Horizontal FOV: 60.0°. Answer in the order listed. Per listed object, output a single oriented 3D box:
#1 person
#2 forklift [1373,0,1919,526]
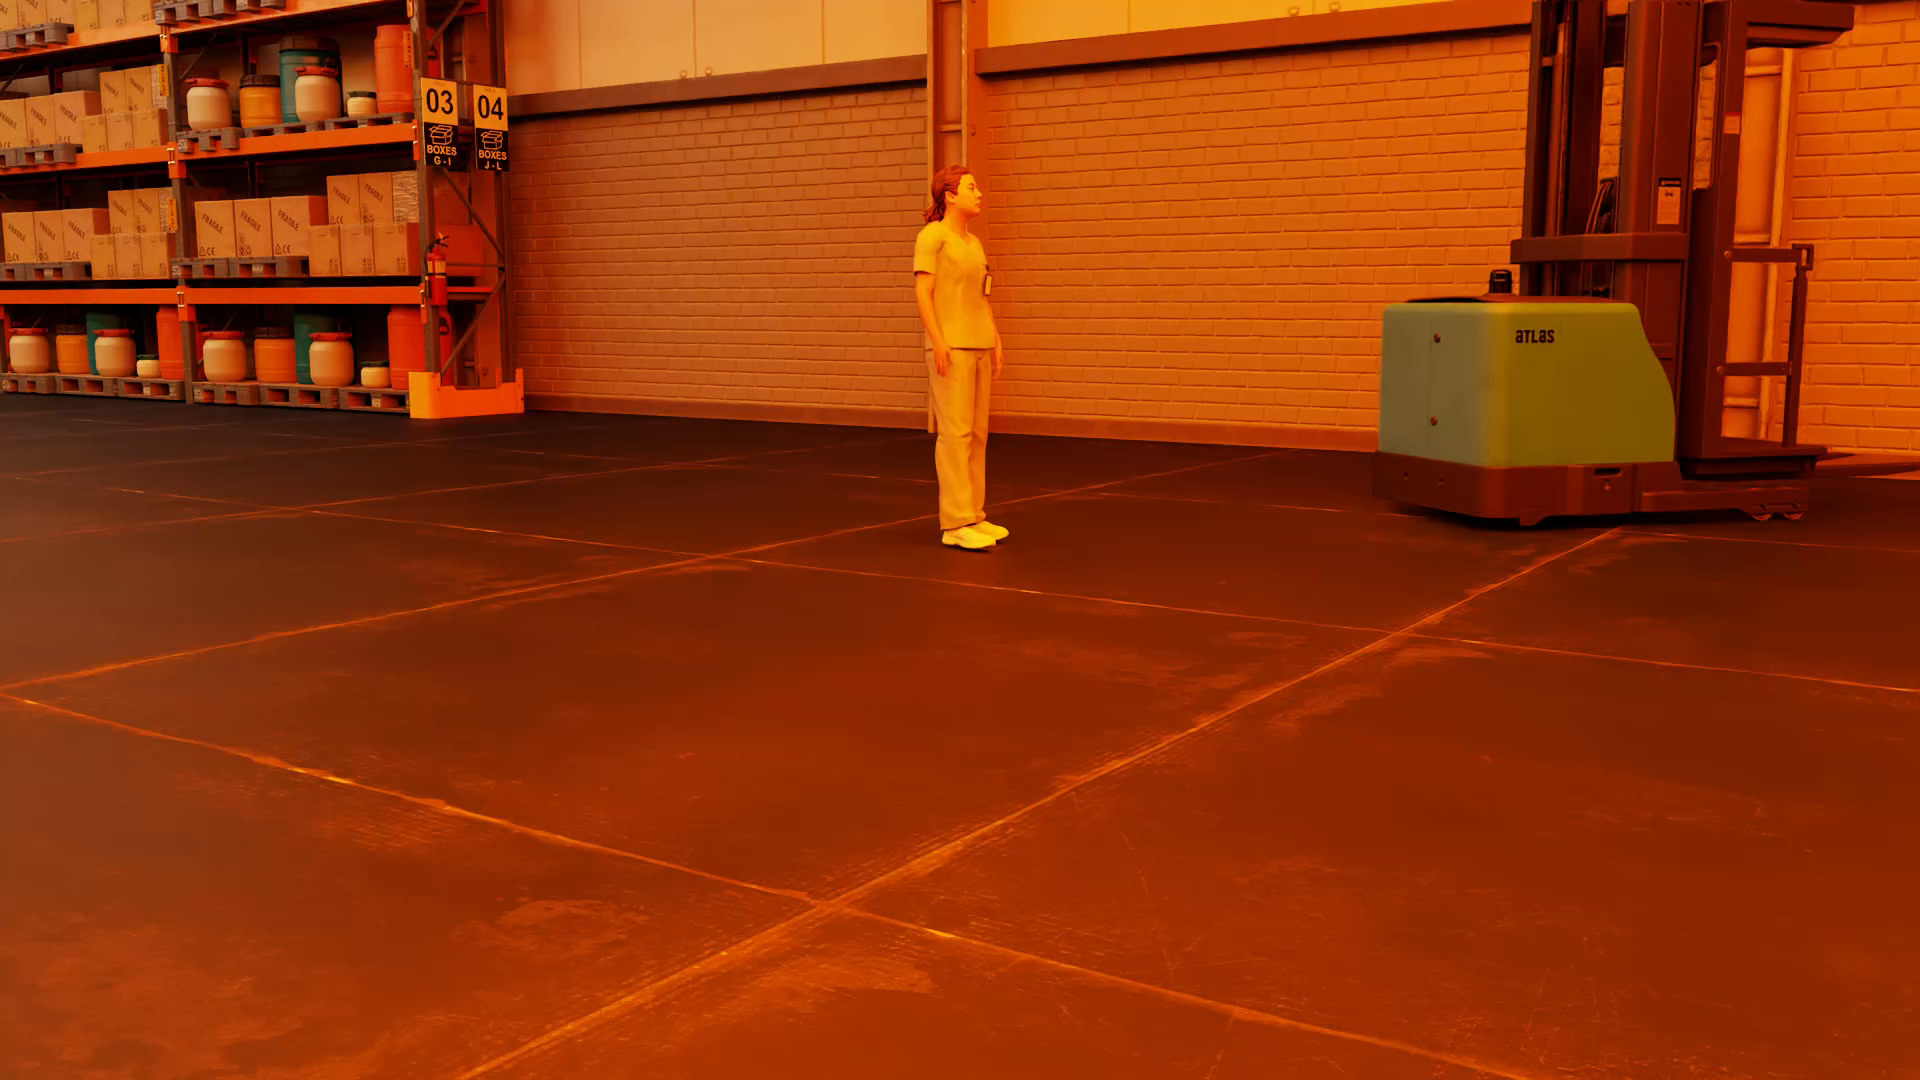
[{"bbox_3d":[0.054,-0.829,7.433,0.549,1.675,0.550,5,10,34],"label":"person"},{"bbox_3d":[3.737,-1.613,8.537,3.031,2.935,1.130,-3,9,-18],"label":"forklift"}]
